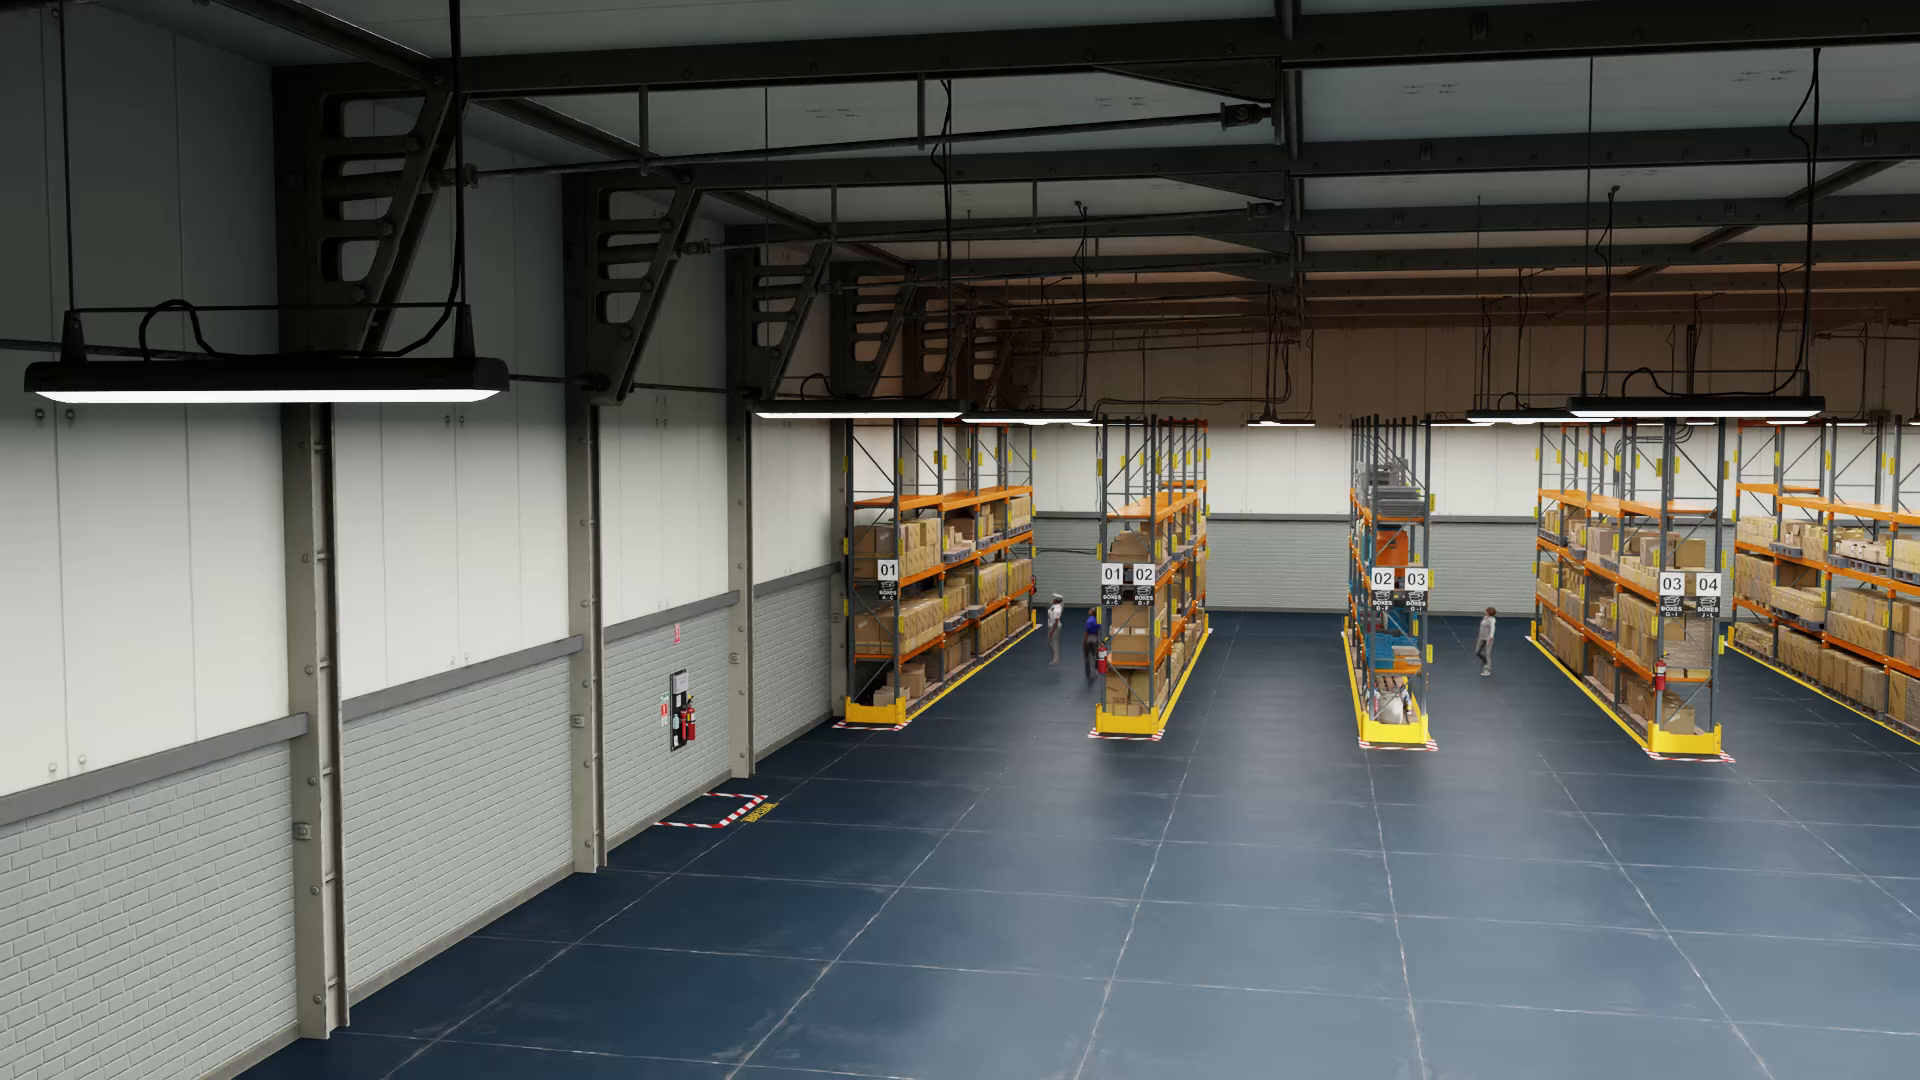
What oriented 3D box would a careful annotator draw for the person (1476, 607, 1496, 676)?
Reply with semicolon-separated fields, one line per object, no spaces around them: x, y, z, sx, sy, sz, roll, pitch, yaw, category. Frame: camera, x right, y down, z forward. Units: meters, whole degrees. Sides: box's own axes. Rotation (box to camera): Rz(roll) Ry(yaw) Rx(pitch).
12.297;2.340;38.782;0.518;1.598;0.475;-2;4;-28;person

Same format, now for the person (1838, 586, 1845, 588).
22.502;2.038;42.519;0.446;1.733;0.570;2;4;30;person

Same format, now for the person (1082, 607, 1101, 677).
3.038;2.362;38.211;0.446;1.624;0.656;-1;4;-20;person

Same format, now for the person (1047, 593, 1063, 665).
2.215;2.108;39.172;0.380;1.720;0.552;-1;4;-14;person
